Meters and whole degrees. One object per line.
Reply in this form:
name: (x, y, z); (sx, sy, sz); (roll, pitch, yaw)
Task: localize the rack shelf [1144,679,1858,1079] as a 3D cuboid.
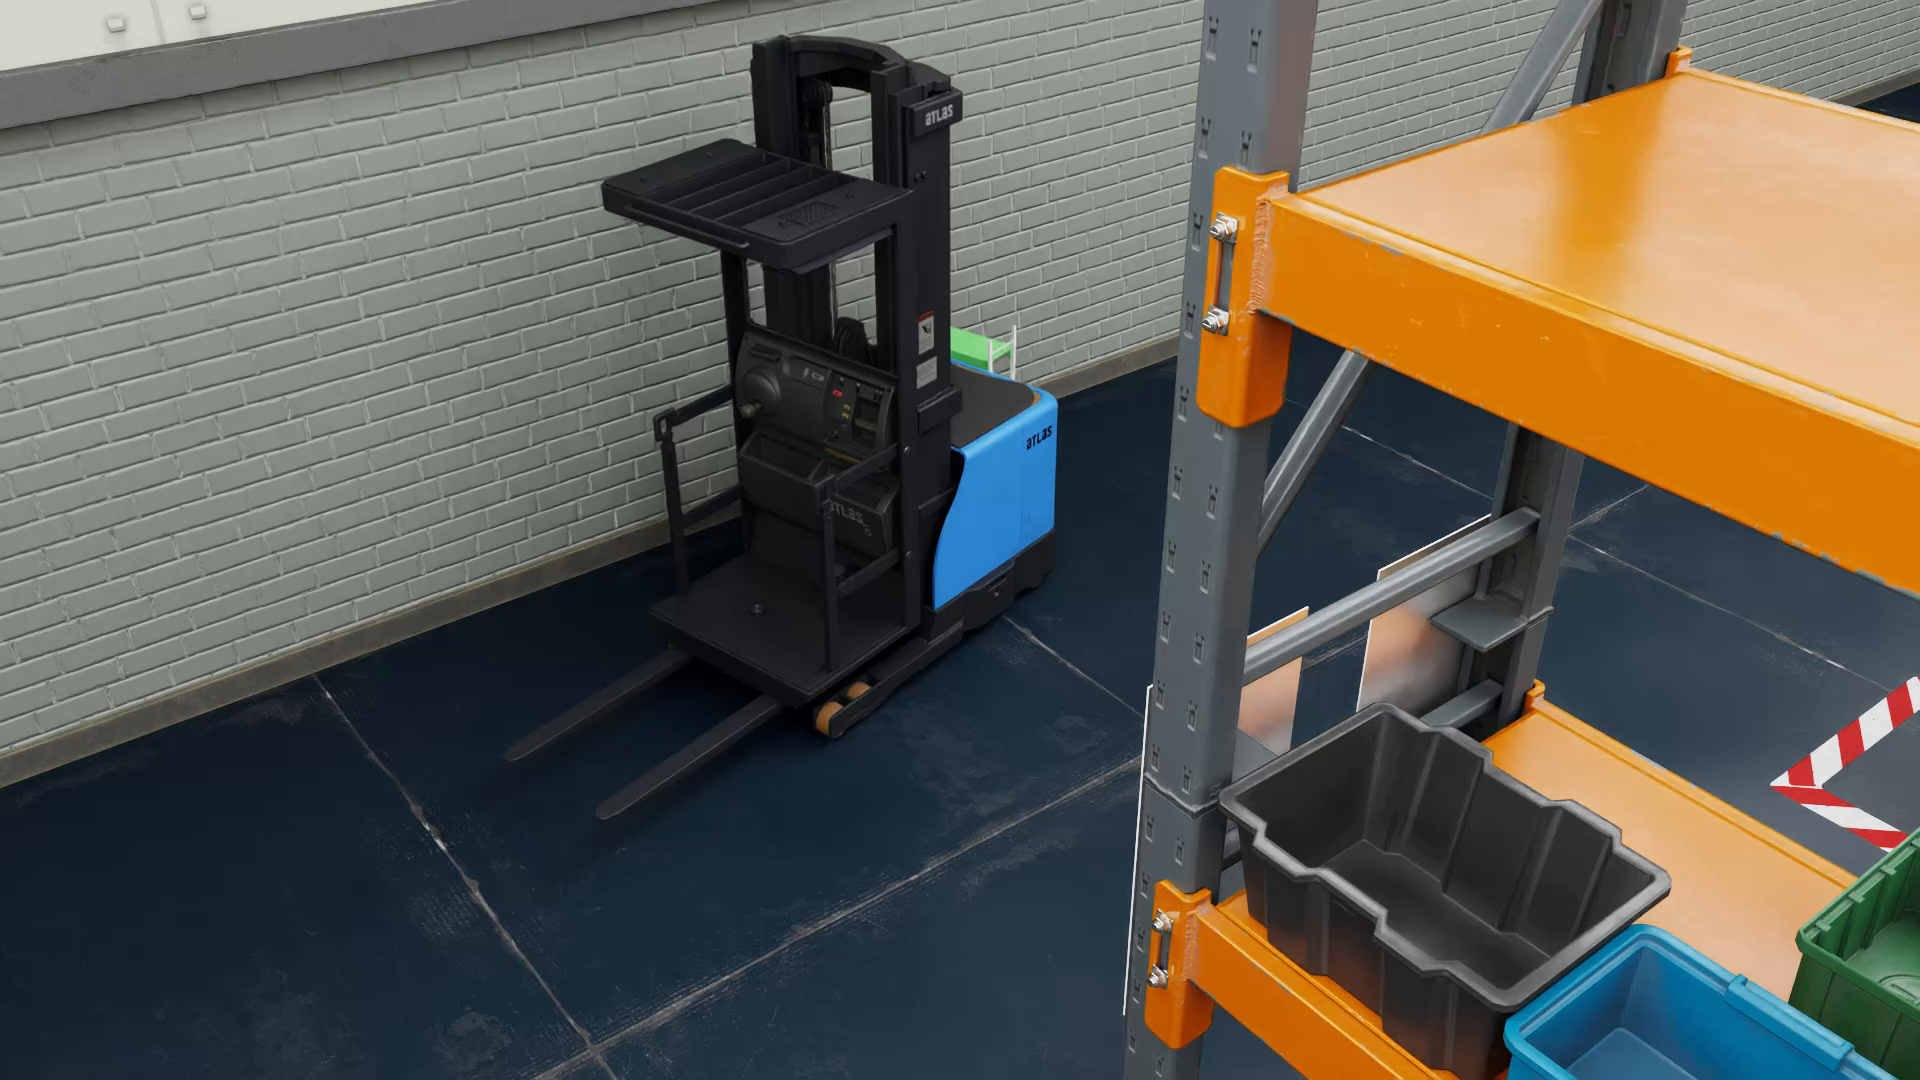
rack shelf: (1.977, 1.422, 1.956); (1.077, 0.370, 4.000); (-22, 38, -31)

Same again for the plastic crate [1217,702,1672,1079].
plastic crate: (0.767, 0.589, 2.739); (0.497, 0.269, 0.590); (-22, 38, -31)

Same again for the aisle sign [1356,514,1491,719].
aisle sign: (0.938, 0.328, 3.414); (0.394, 0.787, 0.004); (-22, 38, -31)

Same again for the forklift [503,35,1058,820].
forklift: (-0.803, -0.620, 7.470); (1.130, 2.935, 3.031); (23, 39, 32)

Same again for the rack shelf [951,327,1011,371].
rack shelf: (0.024, -1.004, 8.941); (0.480, 0.148, 0.258); (21, 38, 30)

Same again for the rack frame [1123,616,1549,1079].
rack frame: (0.751, 1.557, 3.899); (1.000, 3.000, 0.127); (-22, 38, -31)

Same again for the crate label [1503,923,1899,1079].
crate label: (1.061, 0.835, 2.360); (0.408, 0.251, 0.502); (-22, 38, -31)

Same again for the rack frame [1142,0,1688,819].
rack frame: (0.751, -0.991, 2.317); (1.000, 3.000, 0.127); (-22, 38, -31)

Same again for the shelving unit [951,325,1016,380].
shelving unit: (0.024, -0.651, 9.161); (0.503, 1.200, 0.258); (21, 38, 30)

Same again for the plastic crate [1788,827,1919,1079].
plastic crate: (1.581, 0.692, 2.651); (0.450, 0.188, 0.336); (-22, 38, -31)

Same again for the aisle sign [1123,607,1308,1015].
aisle sign: (0.472, 0.519, 3.107); (0.394, 0.787, 0.004); (-22, 38, -31)

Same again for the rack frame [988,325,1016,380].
rack frame: (0.221, -0.575, 9.039); (0.015, 1.200, 0.240); (21, 38, 30)

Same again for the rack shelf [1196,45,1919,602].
rack shelf: (1.977, 0.318, 1.270); (1.077, 0.370, 4.000); (-22, 38, -31)
